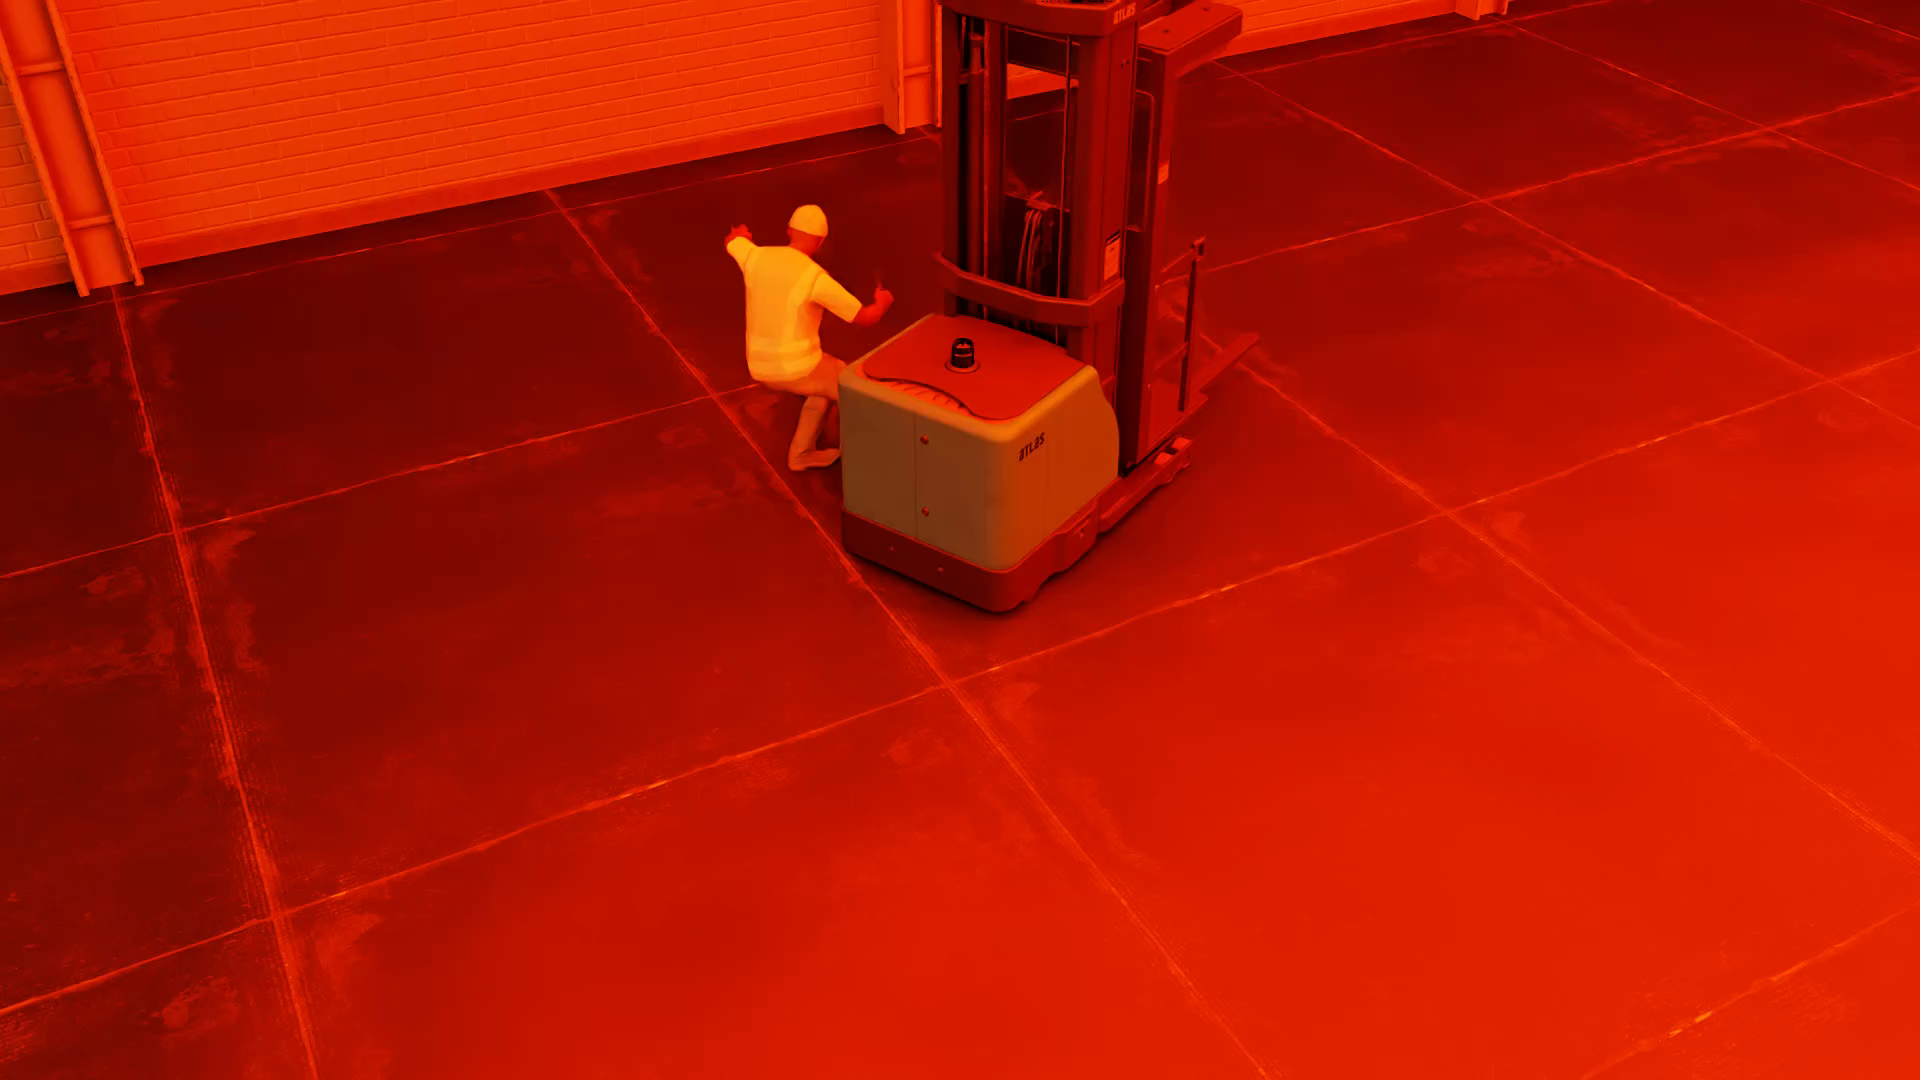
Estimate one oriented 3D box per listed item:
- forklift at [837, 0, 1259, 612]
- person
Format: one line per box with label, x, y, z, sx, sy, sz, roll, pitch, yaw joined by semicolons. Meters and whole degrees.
forklift;0.658;-1.653;8.461;1.130;2.935;3.031;22;41;28
person;-0.765;-1.081;8.904;1.574;1.475;0.798;21;40;27
